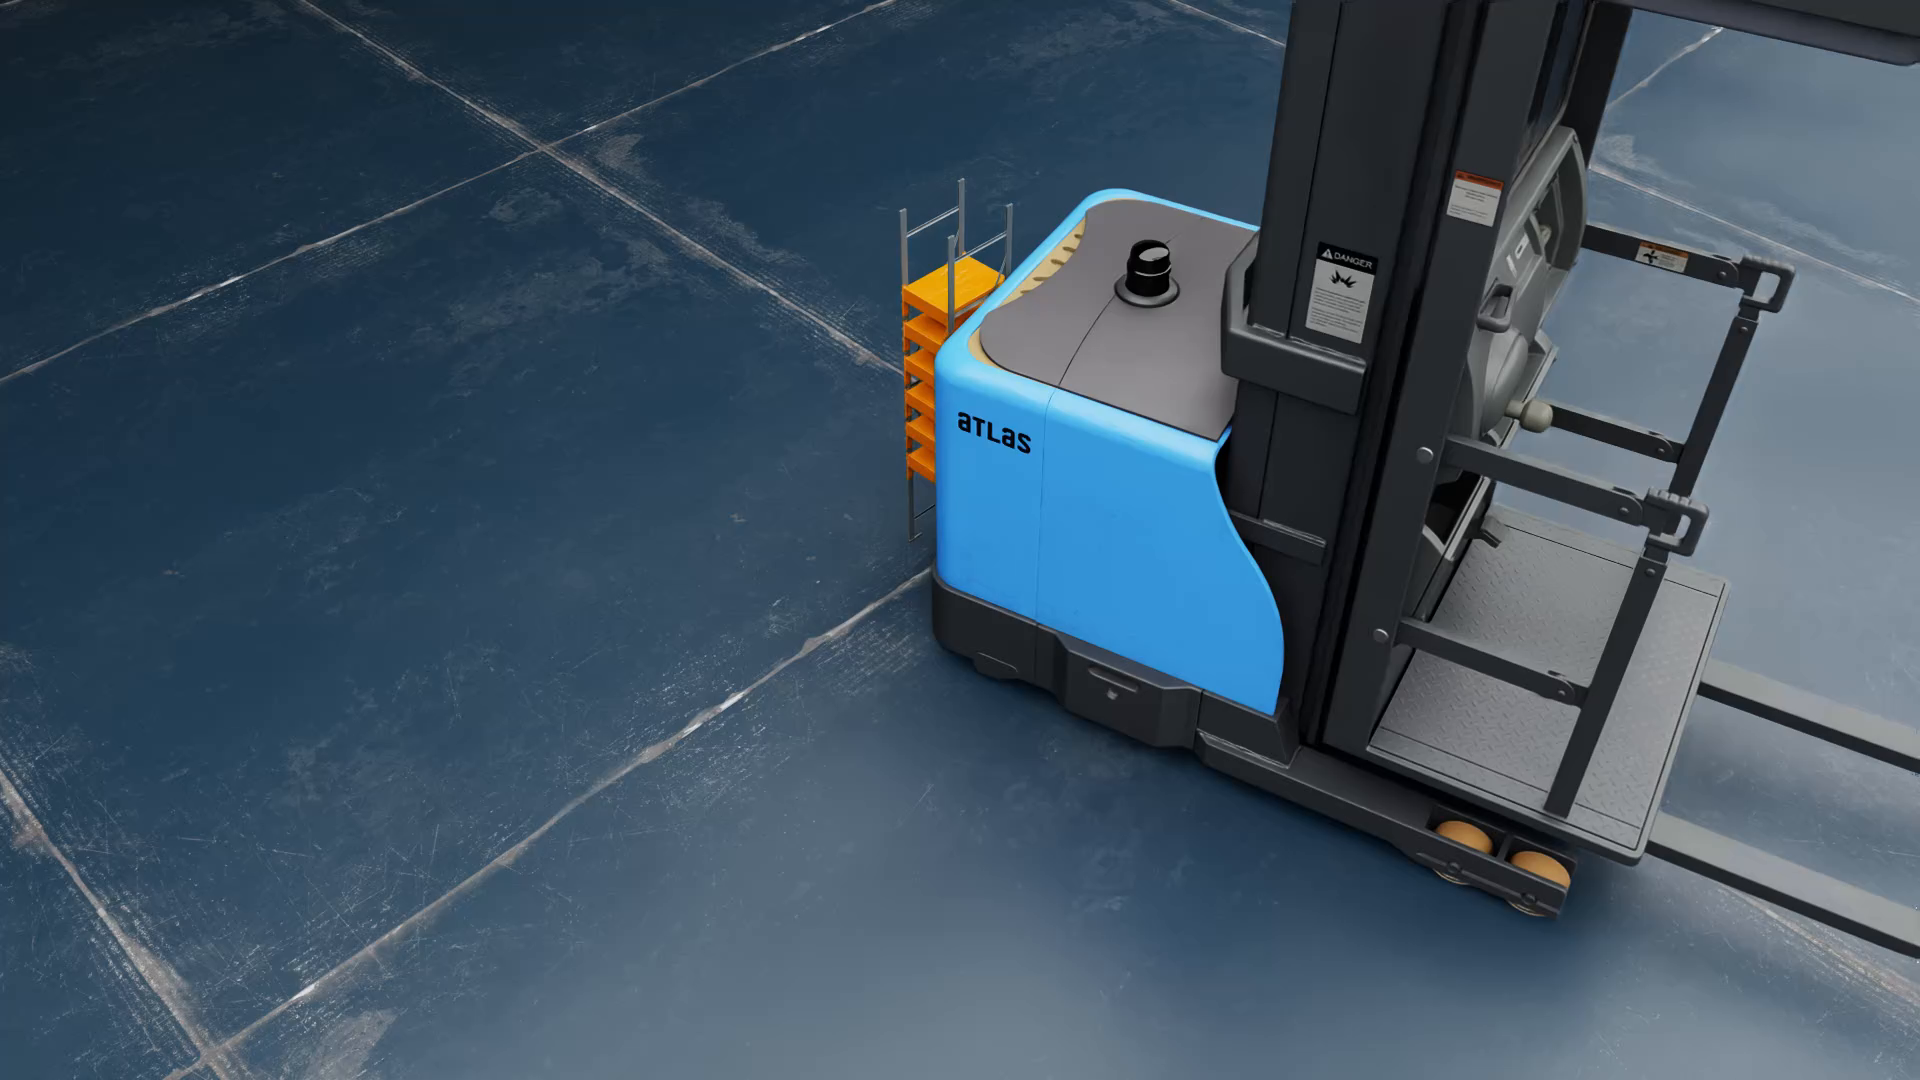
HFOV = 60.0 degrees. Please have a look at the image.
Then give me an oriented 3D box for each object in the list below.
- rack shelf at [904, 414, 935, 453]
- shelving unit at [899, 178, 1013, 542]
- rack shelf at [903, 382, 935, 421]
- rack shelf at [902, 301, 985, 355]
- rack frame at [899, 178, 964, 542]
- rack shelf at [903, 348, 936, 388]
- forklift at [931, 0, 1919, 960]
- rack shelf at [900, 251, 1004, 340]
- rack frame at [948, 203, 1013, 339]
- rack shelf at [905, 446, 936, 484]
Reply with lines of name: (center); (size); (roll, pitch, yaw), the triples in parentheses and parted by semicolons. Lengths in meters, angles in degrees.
rack shelf: (-0.010, -0.327, 4.962); (0.258, 0.103, 0.180); (-34, 53, -31)
shelving unit: (-0.010, -0.448, 4.850); (0.258, 1.200, 0.189); (-34, 53, -31)
rack shelf: (-0.010, -0.415, 4.880); (0.258, 0.103, 0.180); (-34, 53, -31)
rack shelf: (-0.010, -0.591, 4.718); (0.258, 0.103, 0.180); (-34, 53, -31)
rack frame: (-0.075, -0.492, 4.898); (0.240, 1.200, 0.006); (-34, 53, -31)
rack shelf: (-0.010, -0.503, 4.799); (0.258, 0.103, 0.180); (-34, 53, -31)
forklift: (1.455, -0.541, 3.676); (3.031, 2.935, 1.130); (21, 47, 21)
rack shelf: (-0.010, -0.679, 4.636); (0.258, 0.103, 0.180); (-34, 53, -31)
rack frame: (0.054, -0.404, 4.803); (0.240, 1.200, 0.006); (-34, 53, -31)
rack shelf: (-0.010, -0.239, 5.043); (0.258, 0.103, 0.180); (-34, 53, -31)
